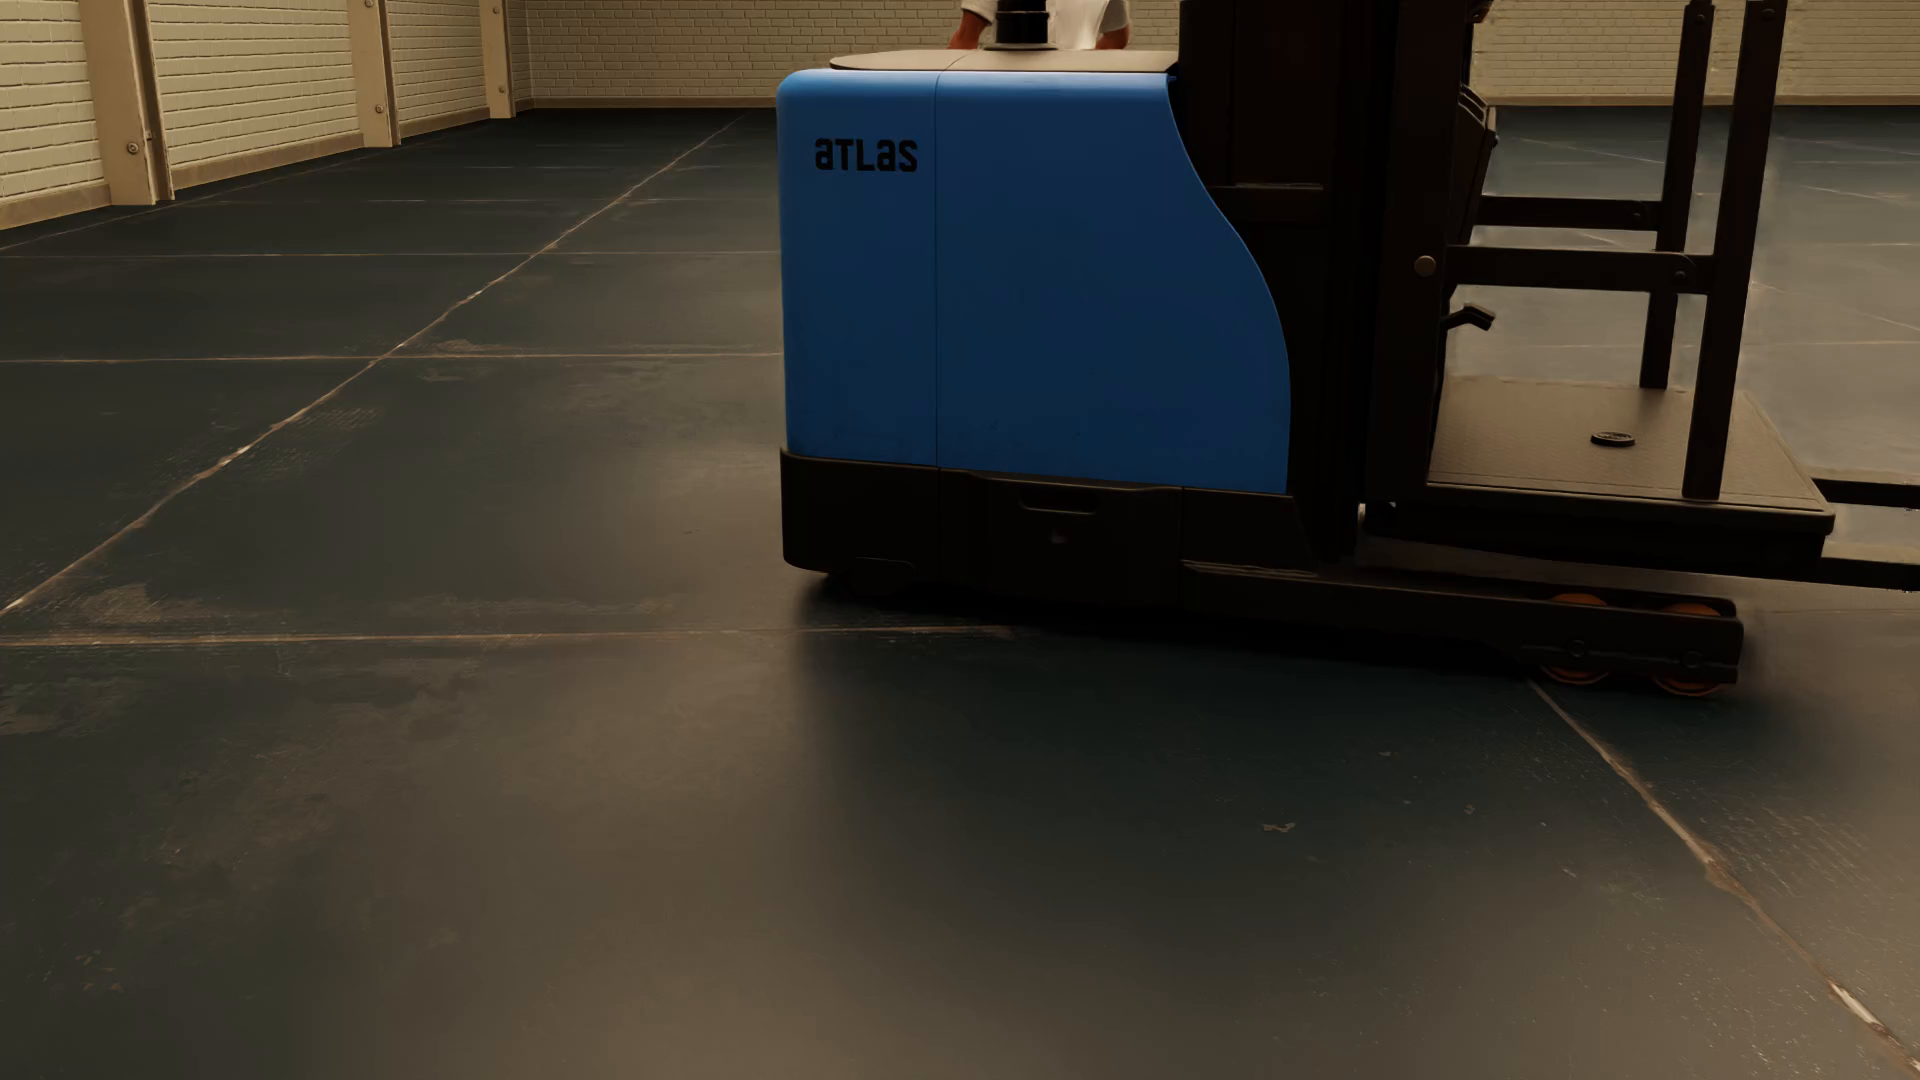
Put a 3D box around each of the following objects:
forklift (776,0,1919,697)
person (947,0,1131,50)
[{"bbox_3d":[1.198,-1.293,3.134,3.031,2.935,1.130,5,18,16],"label":"forklift"},{"bbox_3d":[0.248,-1.619,6.242,0.775,1.738,0.530,-3,17,-9],"label":"person"}]
